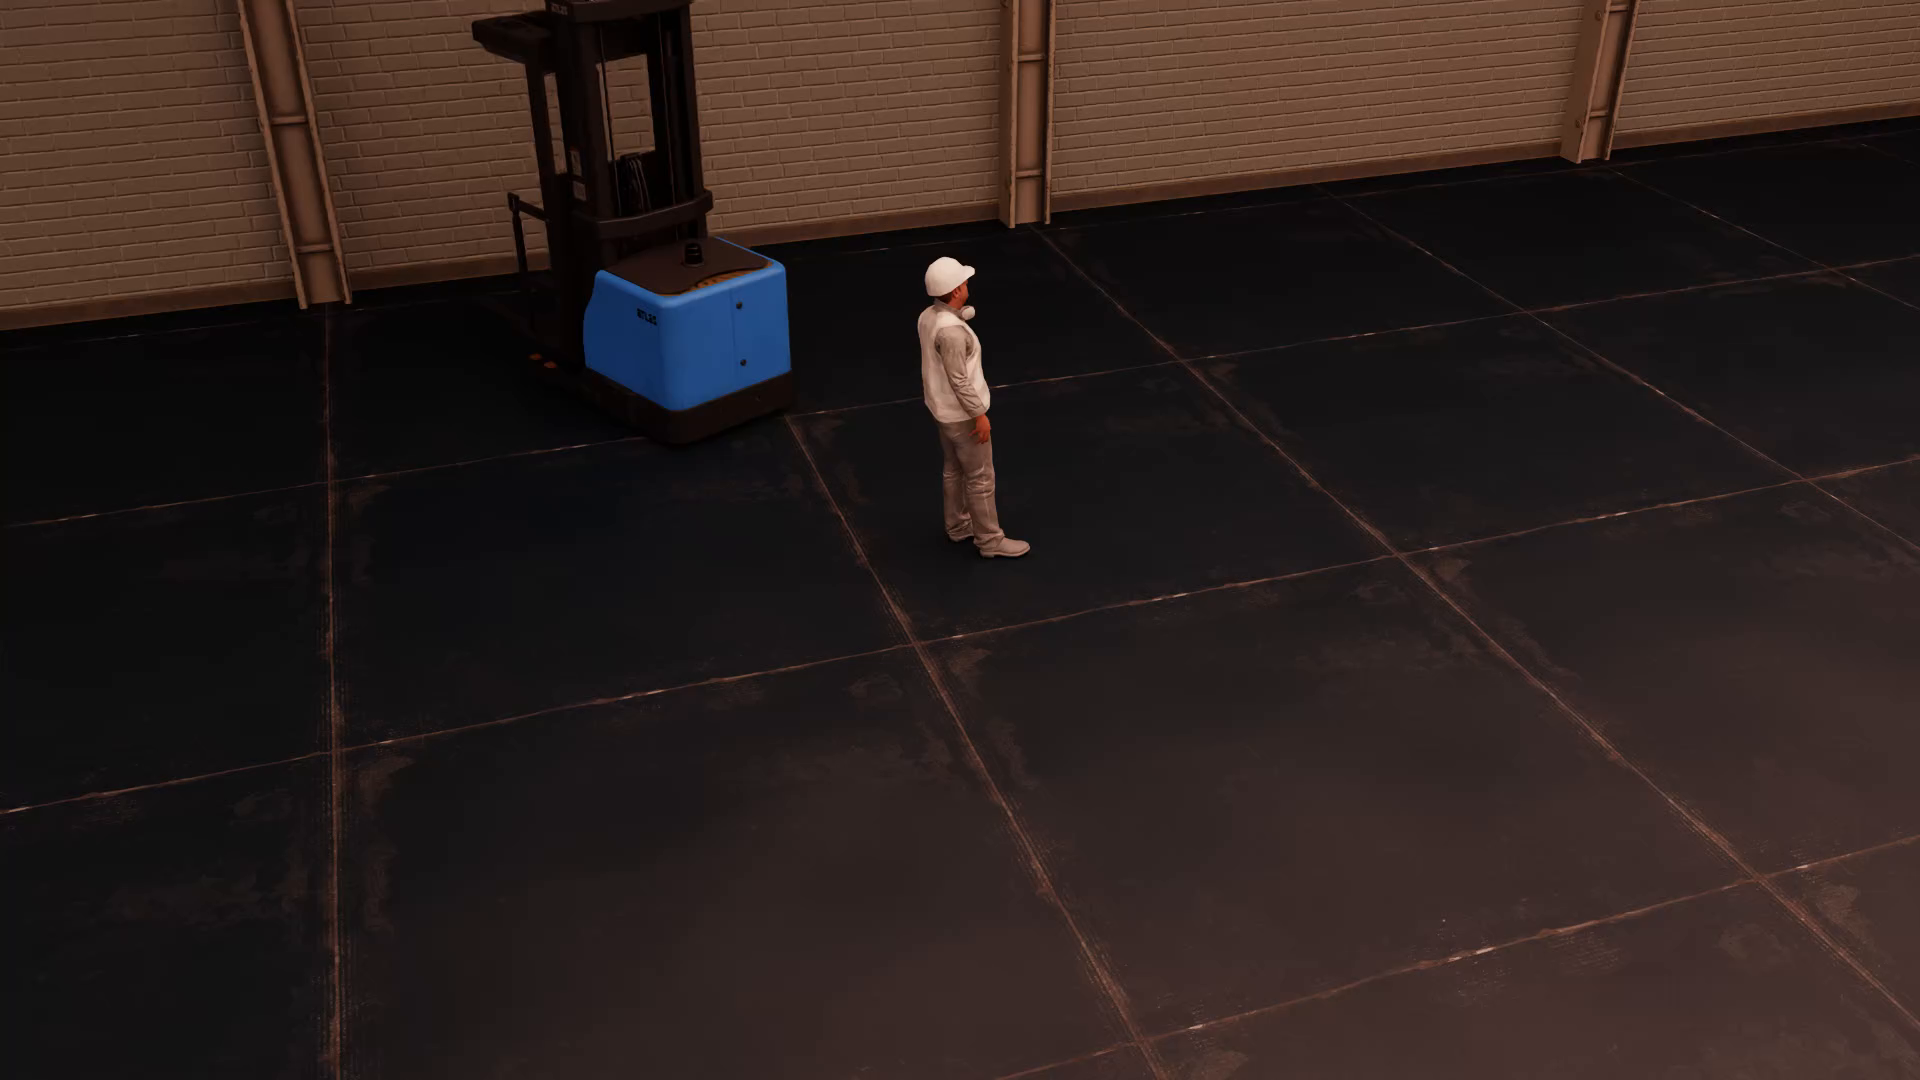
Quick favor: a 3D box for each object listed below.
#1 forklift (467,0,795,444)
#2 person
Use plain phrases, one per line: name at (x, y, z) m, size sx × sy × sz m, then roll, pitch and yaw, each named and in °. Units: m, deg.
forklift at (-2.530, -2.542, 11.505) m, size 1.130 × 2.935 × 3.031 m, roll -26°, pitch 39°, yaw -37°
person at (0.062, -0.779, 9.587) m, size 0.568 × 1.773 × 0.624 m, roll -10°, pitch 31°, yaw -16°
